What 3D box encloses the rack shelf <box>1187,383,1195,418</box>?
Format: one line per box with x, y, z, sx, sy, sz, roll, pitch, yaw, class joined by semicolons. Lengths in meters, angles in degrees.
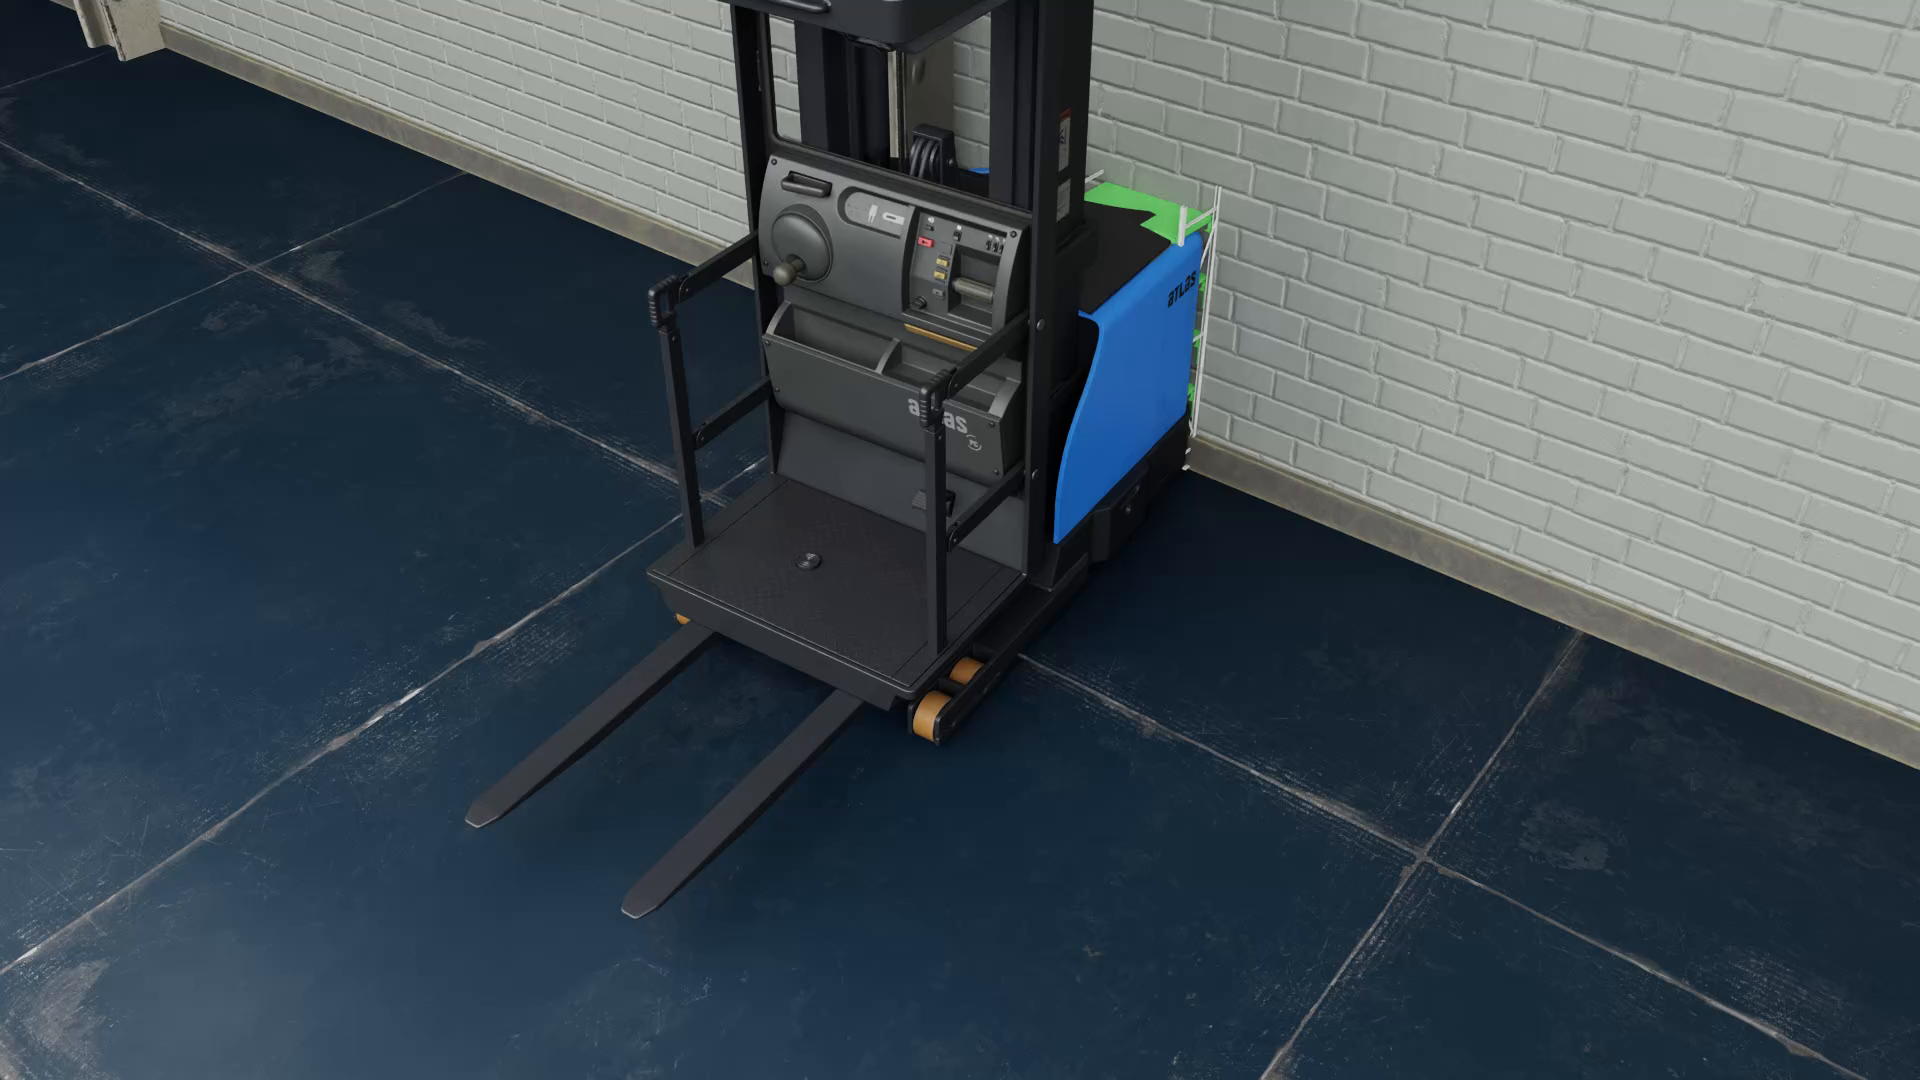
0.659;-0.580;6.492;0.480;0.148;0.258;28;45;31;rack shelf

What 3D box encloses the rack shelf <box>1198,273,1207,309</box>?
0.660;-0.962;6.201;0.480;0.148;0.258;28;45;31;rack shelf

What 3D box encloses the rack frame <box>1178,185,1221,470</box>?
0.845;-0.725;6.181;0.015;1.200;0.240;28;45;31;rack frame

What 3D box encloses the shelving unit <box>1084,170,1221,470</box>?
0.660;-0.822;6.308;0.503;1.200;0.258;28;45;31;shelving unit

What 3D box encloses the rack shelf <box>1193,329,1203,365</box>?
0.659;-0.771;6.346;0.480;0.148;0.258;28;45;31;rack shelf

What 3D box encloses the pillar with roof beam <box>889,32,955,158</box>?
-2.883;-2.181;1.736;0.400;9.000;9.100;25;45;29;pillar with roof beam

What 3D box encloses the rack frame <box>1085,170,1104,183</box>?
0.474;-0.919;6.434;0.015;1.200;0.240;28;45;31;rack frame

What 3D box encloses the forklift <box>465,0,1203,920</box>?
-0.341;-0.832;4.935;1.130;2.935;3.031;22;43;25;forklift

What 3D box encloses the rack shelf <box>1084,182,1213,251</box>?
0.661;-1.153;6.056;0.480;0.148;0.258;28;45;31;rack shelf

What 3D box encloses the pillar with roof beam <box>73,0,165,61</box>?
-7.648;-4.428;4.606;0.400;9.000;9.100;25;45;29;pillar with roof beam
